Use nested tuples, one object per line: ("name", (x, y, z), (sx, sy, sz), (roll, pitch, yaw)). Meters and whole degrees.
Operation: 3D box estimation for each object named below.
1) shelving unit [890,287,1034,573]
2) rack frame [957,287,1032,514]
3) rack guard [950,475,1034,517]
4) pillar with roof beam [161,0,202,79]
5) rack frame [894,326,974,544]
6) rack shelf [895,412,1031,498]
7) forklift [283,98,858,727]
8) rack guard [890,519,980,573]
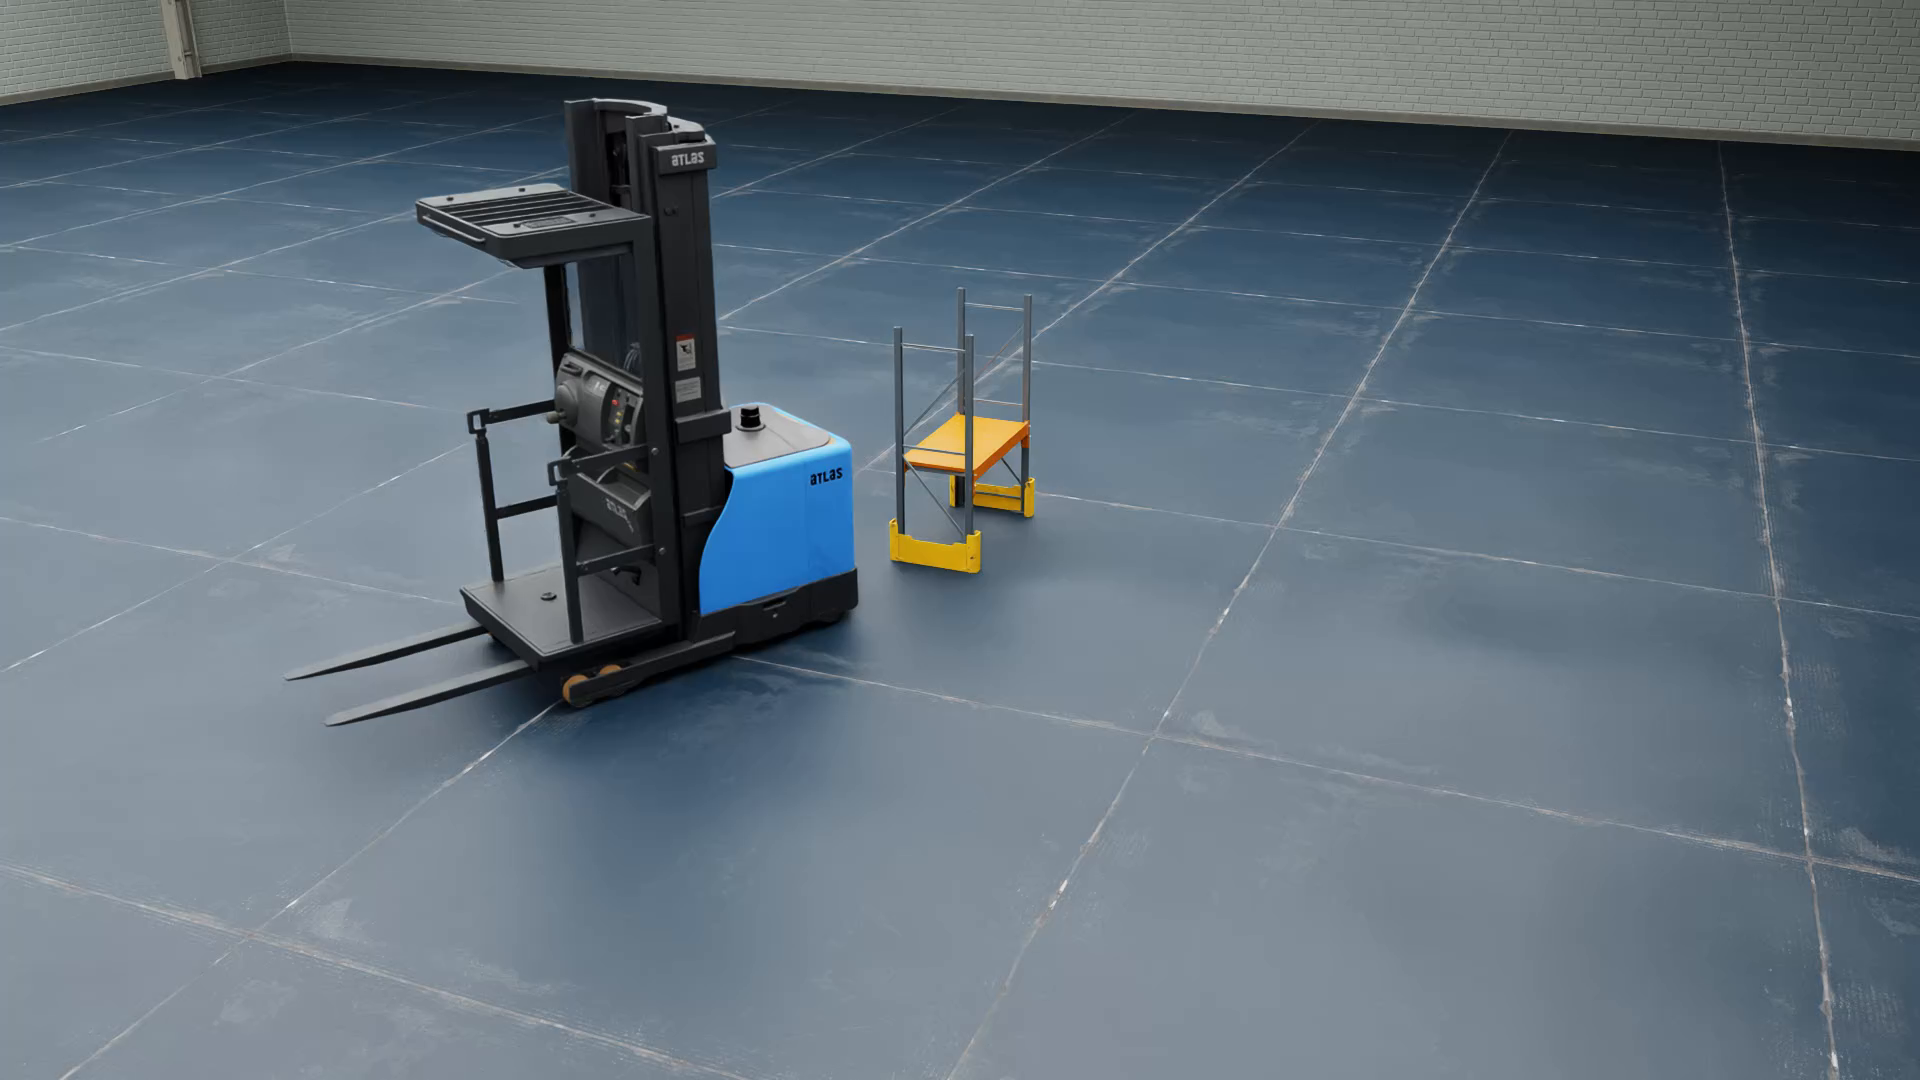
("shelving unit", (0.028, -0.719, 10.526), (0.587, 1.500, 1.083), (9, 24, 20))
("rack frame", (0.221, -0.904, 10.970), (0.500, 1.500, 0.032), (9, 24, 20))
("rack guard", (0.213, -0.321, 11.194), (0.587, 0.250, 0.087), (9, 24, 20))
("pillar with roof beam", (-10.919, -12.470, 28.929), (9.100, 9.000, 0.400), (9, 24, 20))
("rack frame", (-0.157, -0.541, 10.098), (0.500, 1.500, 0.032), (9, 24, 20))
("rack shelf", (0.032, -0.557, 10.603), (0.538, 0.185, 1.000), (9, 24, 20))
("forklift", (-2.066, -0.709, 8.645), (3.031, 2.935, 1.130), (-17, 28, -35))
("rack guard", (-0.157, 0.036, 10.340), (0.587, 0.250, 0.087), (9, 24, 20))
